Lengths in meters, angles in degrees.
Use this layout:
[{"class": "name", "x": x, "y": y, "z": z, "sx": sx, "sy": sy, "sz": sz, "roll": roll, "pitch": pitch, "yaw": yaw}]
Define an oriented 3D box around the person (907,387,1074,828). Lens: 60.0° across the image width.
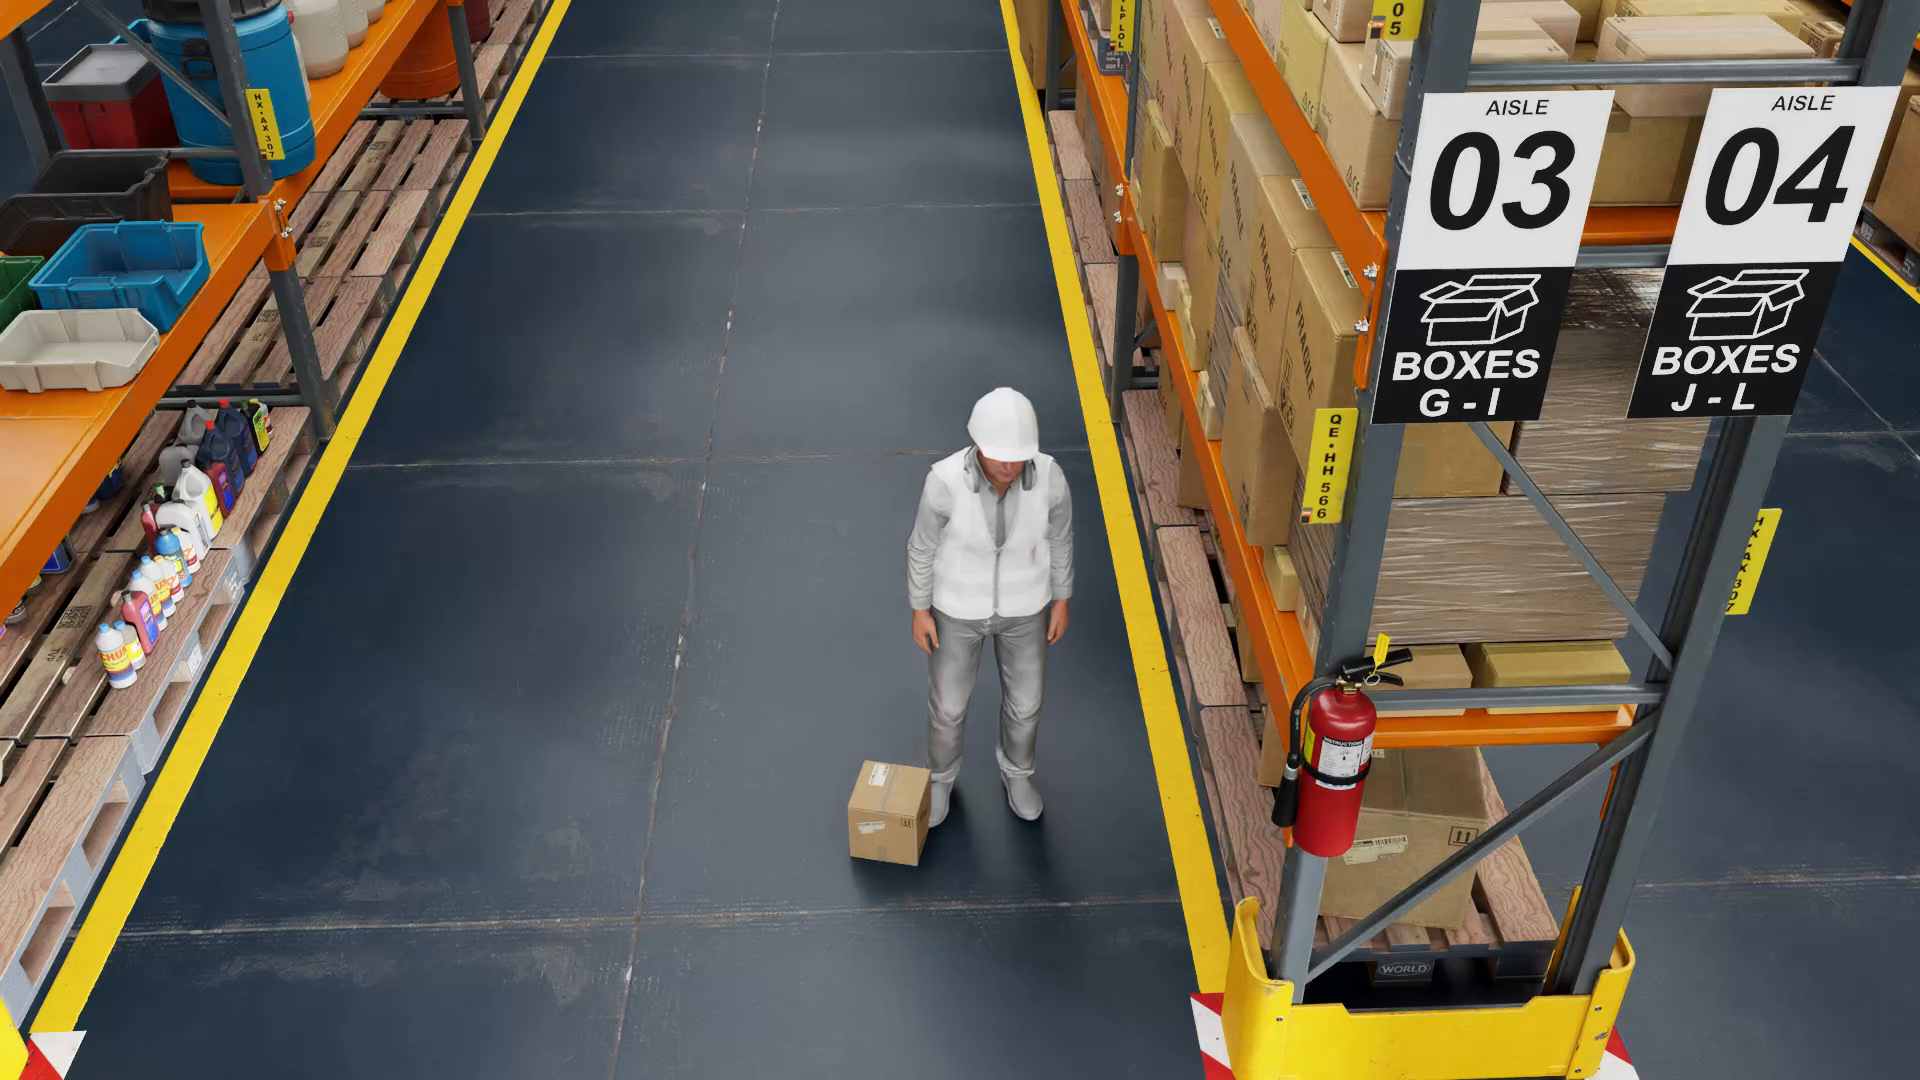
[{"class": "person", "x": 0.109, "y": 0.229, "z": 5.796, "sx": 0.583, "sy": 1.769, "sz": 0.465, "roll": -4, "pitch": 35, "yaw": -6}]
